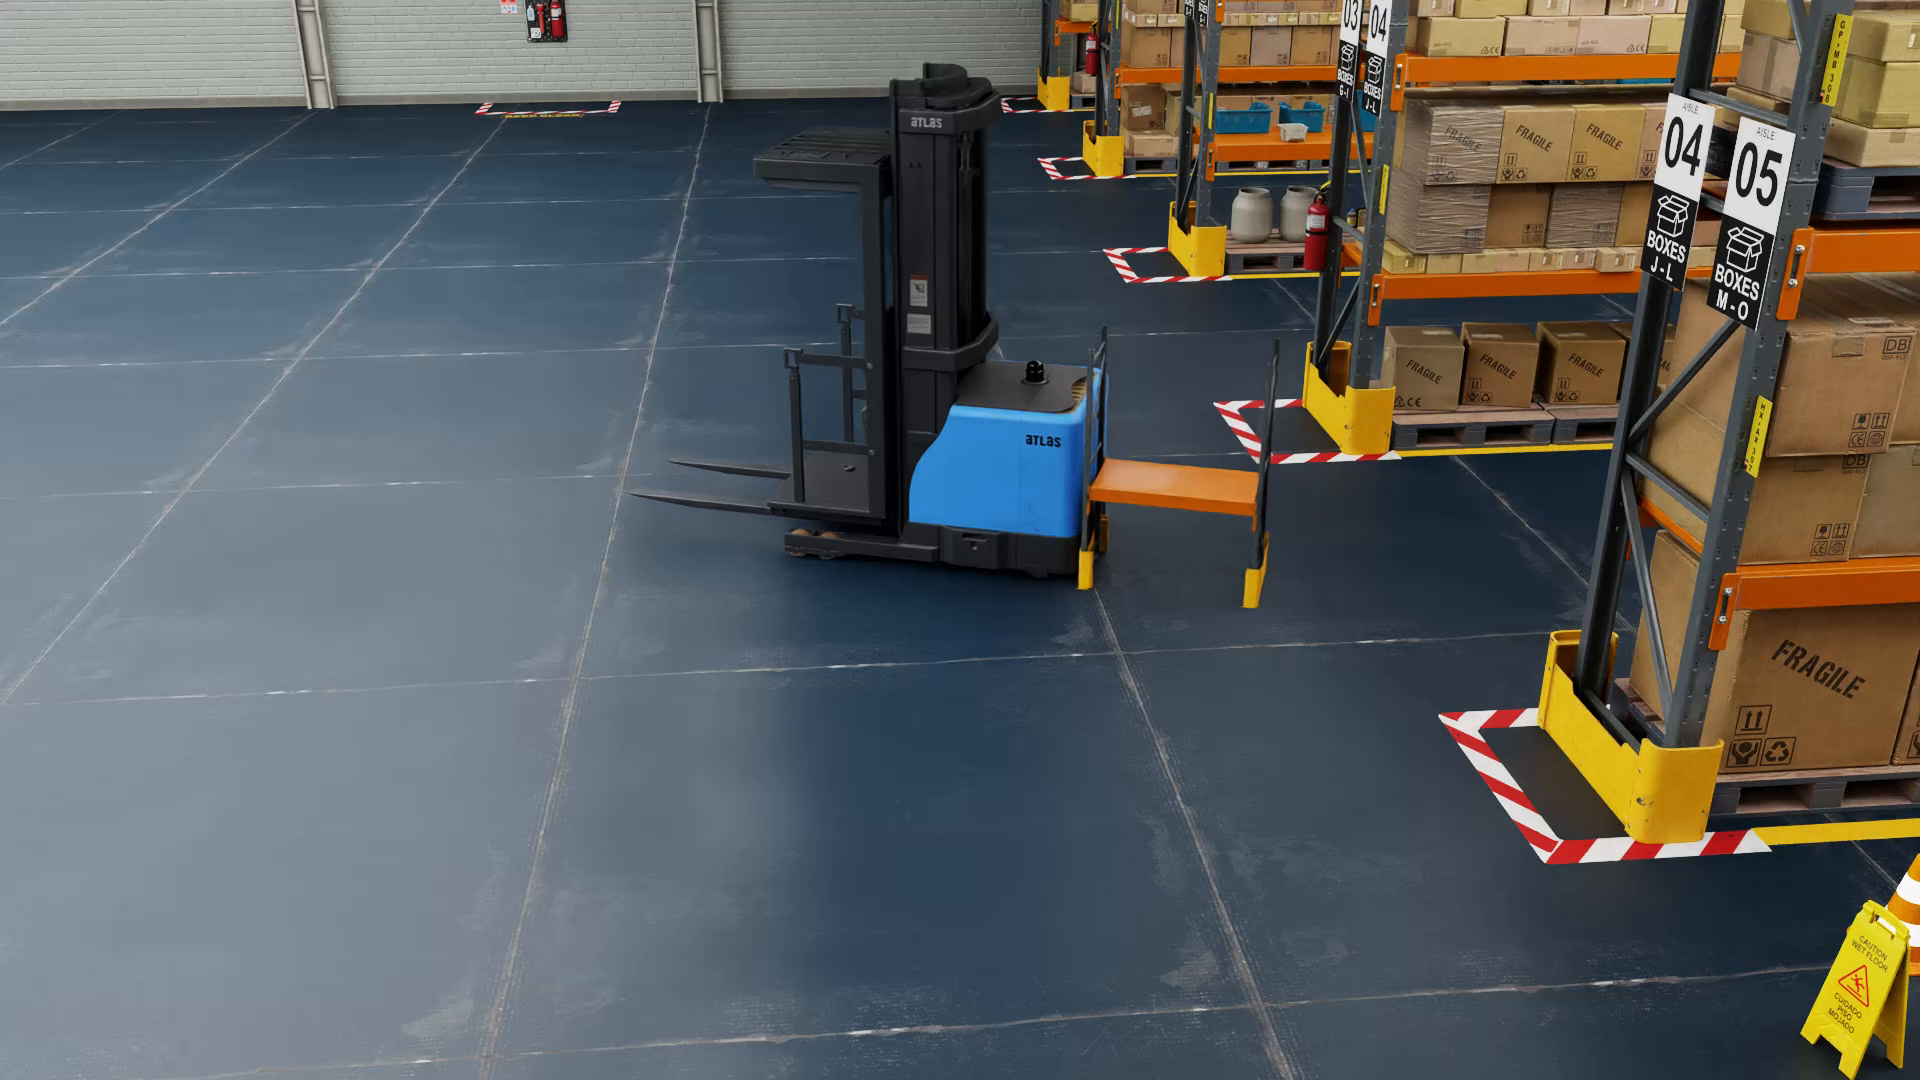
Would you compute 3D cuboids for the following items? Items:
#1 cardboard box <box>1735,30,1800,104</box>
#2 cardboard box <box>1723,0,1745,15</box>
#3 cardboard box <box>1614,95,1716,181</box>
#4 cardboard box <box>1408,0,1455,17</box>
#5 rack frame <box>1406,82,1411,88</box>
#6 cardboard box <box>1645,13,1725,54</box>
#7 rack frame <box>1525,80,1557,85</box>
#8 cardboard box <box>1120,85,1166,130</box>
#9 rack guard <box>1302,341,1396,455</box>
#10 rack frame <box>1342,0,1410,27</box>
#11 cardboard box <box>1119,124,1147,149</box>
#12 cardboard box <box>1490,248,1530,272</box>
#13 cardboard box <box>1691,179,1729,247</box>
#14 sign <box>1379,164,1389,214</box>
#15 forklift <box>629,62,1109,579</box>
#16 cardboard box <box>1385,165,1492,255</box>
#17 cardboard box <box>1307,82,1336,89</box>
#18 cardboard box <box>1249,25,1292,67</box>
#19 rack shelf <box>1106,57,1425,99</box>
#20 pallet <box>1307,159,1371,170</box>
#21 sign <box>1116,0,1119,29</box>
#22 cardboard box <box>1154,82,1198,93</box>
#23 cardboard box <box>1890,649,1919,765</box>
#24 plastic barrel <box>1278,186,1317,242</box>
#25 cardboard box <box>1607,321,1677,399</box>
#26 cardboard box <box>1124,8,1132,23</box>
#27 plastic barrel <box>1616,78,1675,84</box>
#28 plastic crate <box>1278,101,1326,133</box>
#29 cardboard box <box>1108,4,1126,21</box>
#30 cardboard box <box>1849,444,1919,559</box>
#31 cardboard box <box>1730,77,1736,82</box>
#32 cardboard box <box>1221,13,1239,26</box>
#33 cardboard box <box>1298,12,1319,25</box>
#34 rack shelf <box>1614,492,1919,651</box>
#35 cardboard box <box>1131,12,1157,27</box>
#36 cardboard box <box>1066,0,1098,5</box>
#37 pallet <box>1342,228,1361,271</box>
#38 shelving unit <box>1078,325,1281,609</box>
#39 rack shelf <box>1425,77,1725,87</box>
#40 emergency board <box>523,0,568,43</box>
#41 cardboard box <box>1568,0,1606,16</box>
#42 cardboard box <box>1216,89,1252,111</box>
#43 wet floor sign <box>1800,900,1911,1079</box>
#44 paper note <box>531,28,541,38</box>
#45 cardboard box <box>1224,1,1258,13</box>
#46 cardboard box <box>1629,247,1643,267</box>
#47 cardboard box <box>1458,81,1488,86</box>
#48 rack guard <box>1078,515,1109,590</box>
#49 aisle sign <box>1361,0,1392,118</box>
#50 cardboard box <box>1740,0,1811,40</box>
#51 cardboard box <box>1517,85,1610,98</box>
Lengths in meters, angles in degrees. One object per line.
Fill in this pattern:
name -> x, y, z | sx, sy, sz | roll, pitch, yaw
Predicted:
cardboard box -> 3.698, -2.027, 7.102 | 0.500, 0.250, 0.500 | -2, 24, -4
cardboard box -> 5.226, -3.687, 11.353 | 0.250, 0.149, 0.380 | -1, 24, -3
cardboard box -> 4.918, -2.838, 11.721 | 0.500, 0.500, 0.500 | -2, 24, -5
cardboard box -> 3.148, -3.629, 11.223 | 0.250, 0.149, 0.380 | -2, 24, -6
rack frame -> 5.862, -6.391, 21.436 | 0.127, 3.000, 1.000 | -2, 24, -5
cardboard box -> 4.880, -3.508, 11.442 | 0.500, 0.250, 0.500 | -2, 24, -4
rack frame -> 9.352, -8.553, 26.300 | 0.127, 3.000, 1.000 | -2, 24, -5
cardboard box -> 2.386, -5.651, 21.717 | 0.500, 0.500, 0.500 | -2, 24, -5
rack guard -> 2.927, -1.088, 12.583 | 0.348, 0.500, 1.175 | -2, 24, -5
rack frame -> 2.851, -4.969, 10.850 | 0.127, 3.000, 1.000 | -2, 24, -5
cardboard box -> 2.386, -5.308, 21.867 | 0.500, 0.250, 0.500 | -2, 24, -5
cardboard box -> 3.906, -2.052, 11.983 | 0.250, 0.149, 0.380 | -2, 24, -5
cardboard box -> 5.389, -2.509, 12.213 | 0.500, 0.500, 0.875 | -2, 24, -5
sign -> 2.905, -2.404, 11.399 | 0.005, 0.325, 0.100 | -2, 24, -5
forklift -> -0.619, -1.416, 10.328 | 3.031, 2.935, 1.130 | 6, 25, 13
cardboard box -> 3.401, -2.420, 12.012 | 0.500, 0.500, 0.875 | -2, 24, -5
cardboard box -> 4.873, -5.754, 21.948 | 0.500, 0.500, 0.500 | -2, 24, -5
cardboard box -> 3.888, -6.354, 21.228 | 0.500, 0.500, 0.700 | -2, 24, -4
rack shelf -> 3.872, -5.983, 21.403 | 4.000, 0.370, 1.077 | -2, 24, -5
pallet -> 5.067, -5.102, 21.969 | 1.213, 0.211, 1.003 | -2, 24, -5
sign -> 1.930, -6.439, 20.380 | 0.005, 0.325, 0.100 | -2, 24, -5
cardboard box -> 3.390, -7.316, 26.052 | 0.500, 0.500, 0.700 | -4, 24, -8
cardboard box -> 4.782, 0.471, 8.097 | 0.875, 0.875, 0.875 | -3, 24, -6
plastic barrel -> 3.511, -3.362, 17.166 | 0.421, 0.512, 0.421 | 0, 24, 0
cardboard box -> 5.251, -1.354, 12.665 | 0.500, 0.500, 0.500 | -4, 24, -10
cardboard box -> 2.243, -6.666, 21.133 | 0.250, 0.149, 0.380 | -3, 24, -6
plastic barrel -> 6.759, -4.511, 16.589 | 0.708, 0.901, 0.600 | -2, 24, -5
plastic crate -> 3.480, -4.326, 16.973 | 0.408, 0.251, 0.499 | -2, 24, -5
cardboard box -> 2.423, -8.092, 25.422 | 0.500, 0.250, 0.500 | -3, 24, -7
cardboard box -> 4.148, -0.351, 7.662 | 0.550, 0.550, 0.875 | -2, 24, -5
cardboard box -> 12.699, -7.844, 26.834 | 0.750, 0.750, 0.750 | -2, 24, -5
cardboard box -> 3.320, -6.544, 20.858 | 0.250, 0.149, 0.380 | -3, 24, -7
cardboard box -> 4.349, -6.586, 20.952 | 0.250, 0.149, 0.380 | -2, 24, -4
rack shelf -> 5.229, 0.030, 7.874 | 4.000, 0.370, 1.077 | -2, 24, -5
cardboard box -> 2.293, -6.502, 20.764 | 0.250, 0.149, 0.380 | -2, 24, -6
cardboard box -> 1.895, -8.415, 25.225 | 0.500, 0.500, 0.500 | -2, 24, -5
pallet -> 4.456, -3.055, 17.363 | 1.213, 0.211, 1.003 | -2, 24, -5
shelving unit -> 1.310, -0.448, 9.911 | 1.083, 1.500, 0.587 | 6, 25, 13
rack shelf -> 7.852, -6.142, 21.762 | 4.000, 0.370, 1.077 | -2, 24, -5
emergency board -> -6.432, -8.289, 25.705 | 0.643, 1.169, 0.194 | -2, 24, -5
cardboard box -> 4.175, -3.650, 11.271 | 0.250, 0.149, 0.380 | -2, 24, -5
cardboard box -> 3.431, -5.487, 21.347 | 0.500, 0.500, 0.500 | -2, 24, -5
wet floor sign -> 3.404, 1.659, 6.224 | 0.232, 0.644, 0.267 | -6, 25, -14
paper note -> -6.615, -7.907, 25.931 | 0.142, 0.148, 0.016 | -2, 24, -5
cardboard box -> 3.424, -6.929, 20.926 | 0.500, 0.500, 0.700 | -2, 24, -5
cardboard box -> 4.896, -2.112, 12.118 | 0.250, 0.149, 0.380 | -2, 24, -5
cardboard box -> 8.117, -7.588, 26.666 | 0.500, 0.500, 0.700 | -2, 24, -5
rack guard -> 0.828, 0.072, 10.281 | 0.087, 0.250, 0.587 | 6, 25, 13
aisle sign -> 2.819, -3.292, 11.262 | 0.004, 0.787, 0.394 | -2, 24, -5
cardboard box -> 3.540, -2.227, 7.062 | 0.250, 0.149, 0.380 | -2, 24, -5
cardboard box -> 4.369, -3.029, 12.151 | 0.500, 0.500, 0.500 | -2, 24, -5
